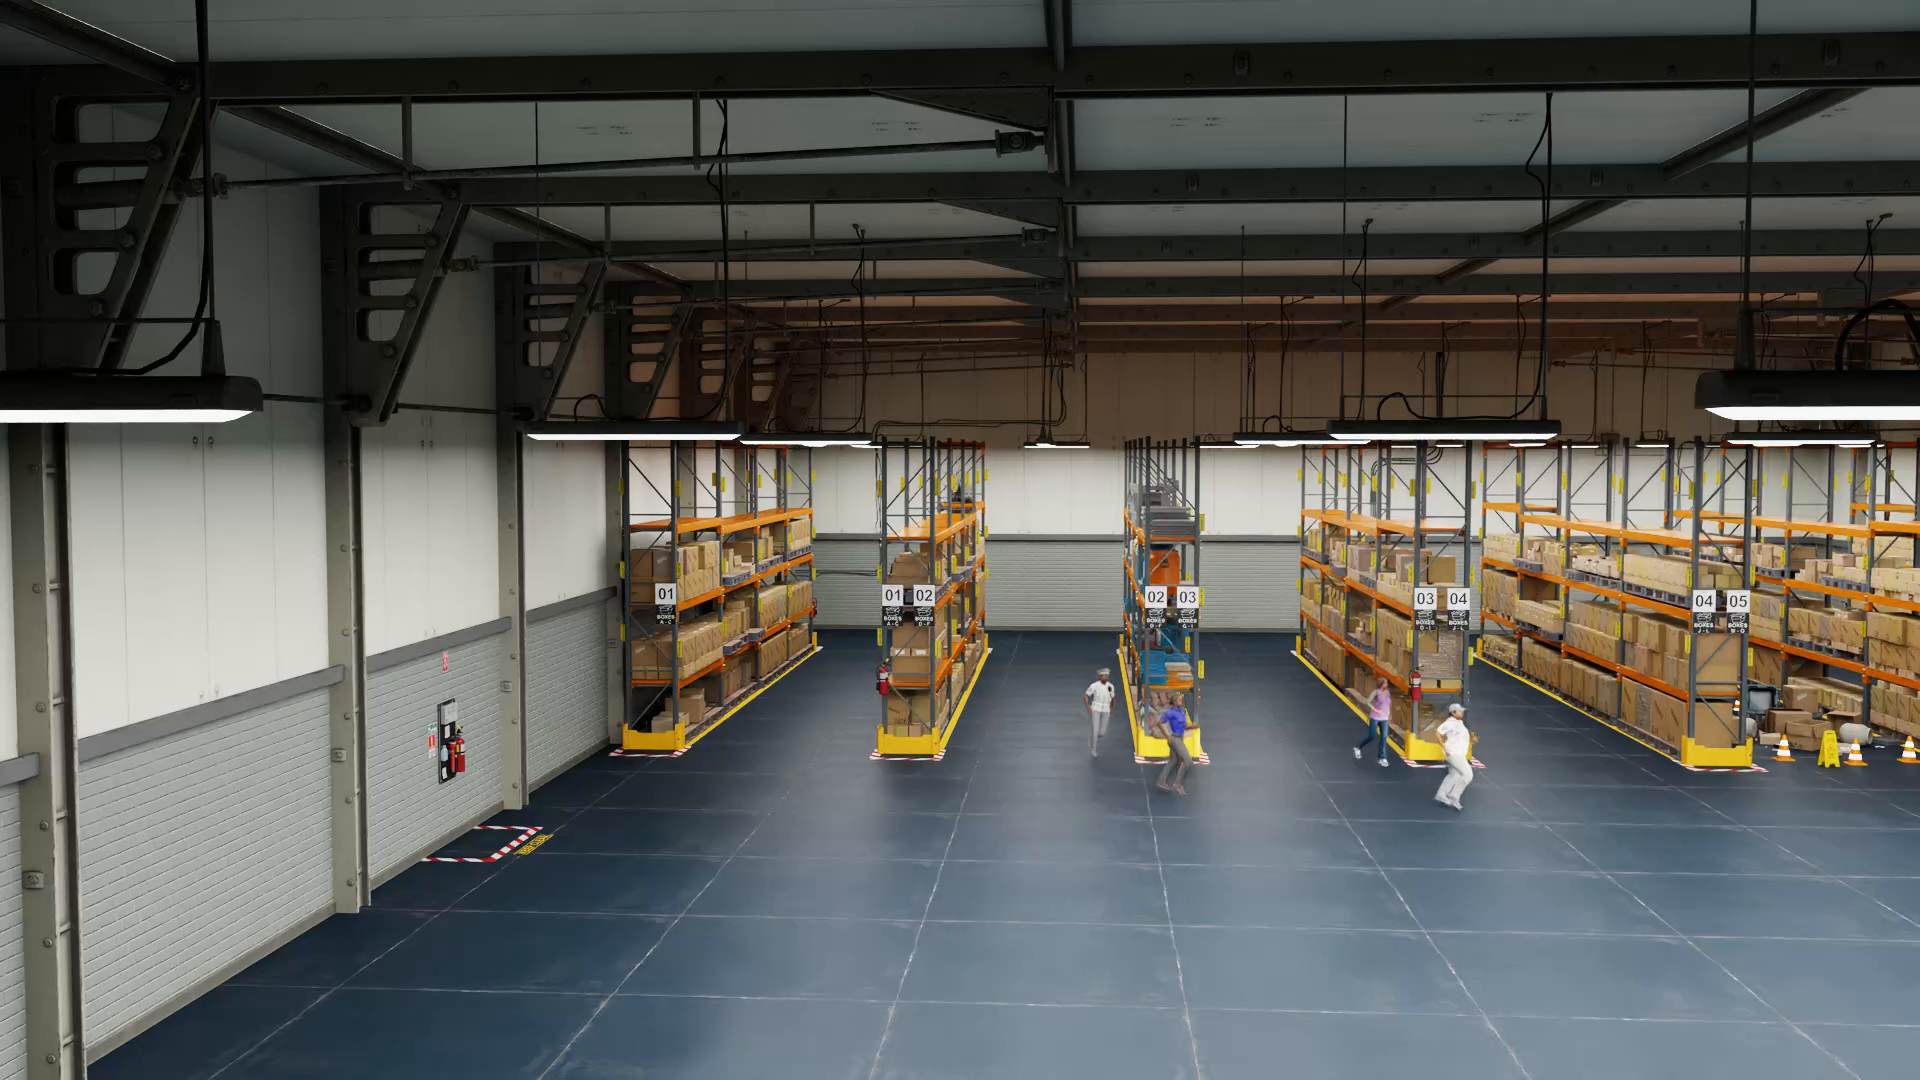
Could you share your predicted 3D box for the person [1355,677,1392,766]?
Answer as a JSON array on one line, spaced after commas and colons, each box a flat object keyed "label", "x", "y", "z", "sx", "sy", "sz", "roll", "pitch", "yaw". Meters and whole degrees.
[{"label": "person", "x": 7.692, "y": 3.295, "z": 30.454, "sx": 0.604, "sy": 1.568, "sz": 0.876, "roll": -1, "pitch": 3, "yaw": -22}]

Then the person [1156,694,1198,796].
[{"label": "person", "x": 3.622, "y": 3.422, "z": 27.770, "sx": 0.724, "sy": 1.687, "sz": 0.541, "roll": 1, "pitch": 3, "yaw": 20}]

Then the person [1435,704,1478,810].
[{"label": "person", "x": 7.971, "y": 3.470, "z": 26.694, "sx": 0.682, "sy": 1.689, "sz": 0.578, "roll": 2, "pitch": 4, "yaw": 31}]

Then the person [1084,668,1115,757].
[{"label": "person", "x": 2.635, "y": 3.233, "z": 31.400, "sx": 0.604, "sy": 1.651, "sz": 0.635, "roll": -1, "pitch": 3, "yaw": -12}]
